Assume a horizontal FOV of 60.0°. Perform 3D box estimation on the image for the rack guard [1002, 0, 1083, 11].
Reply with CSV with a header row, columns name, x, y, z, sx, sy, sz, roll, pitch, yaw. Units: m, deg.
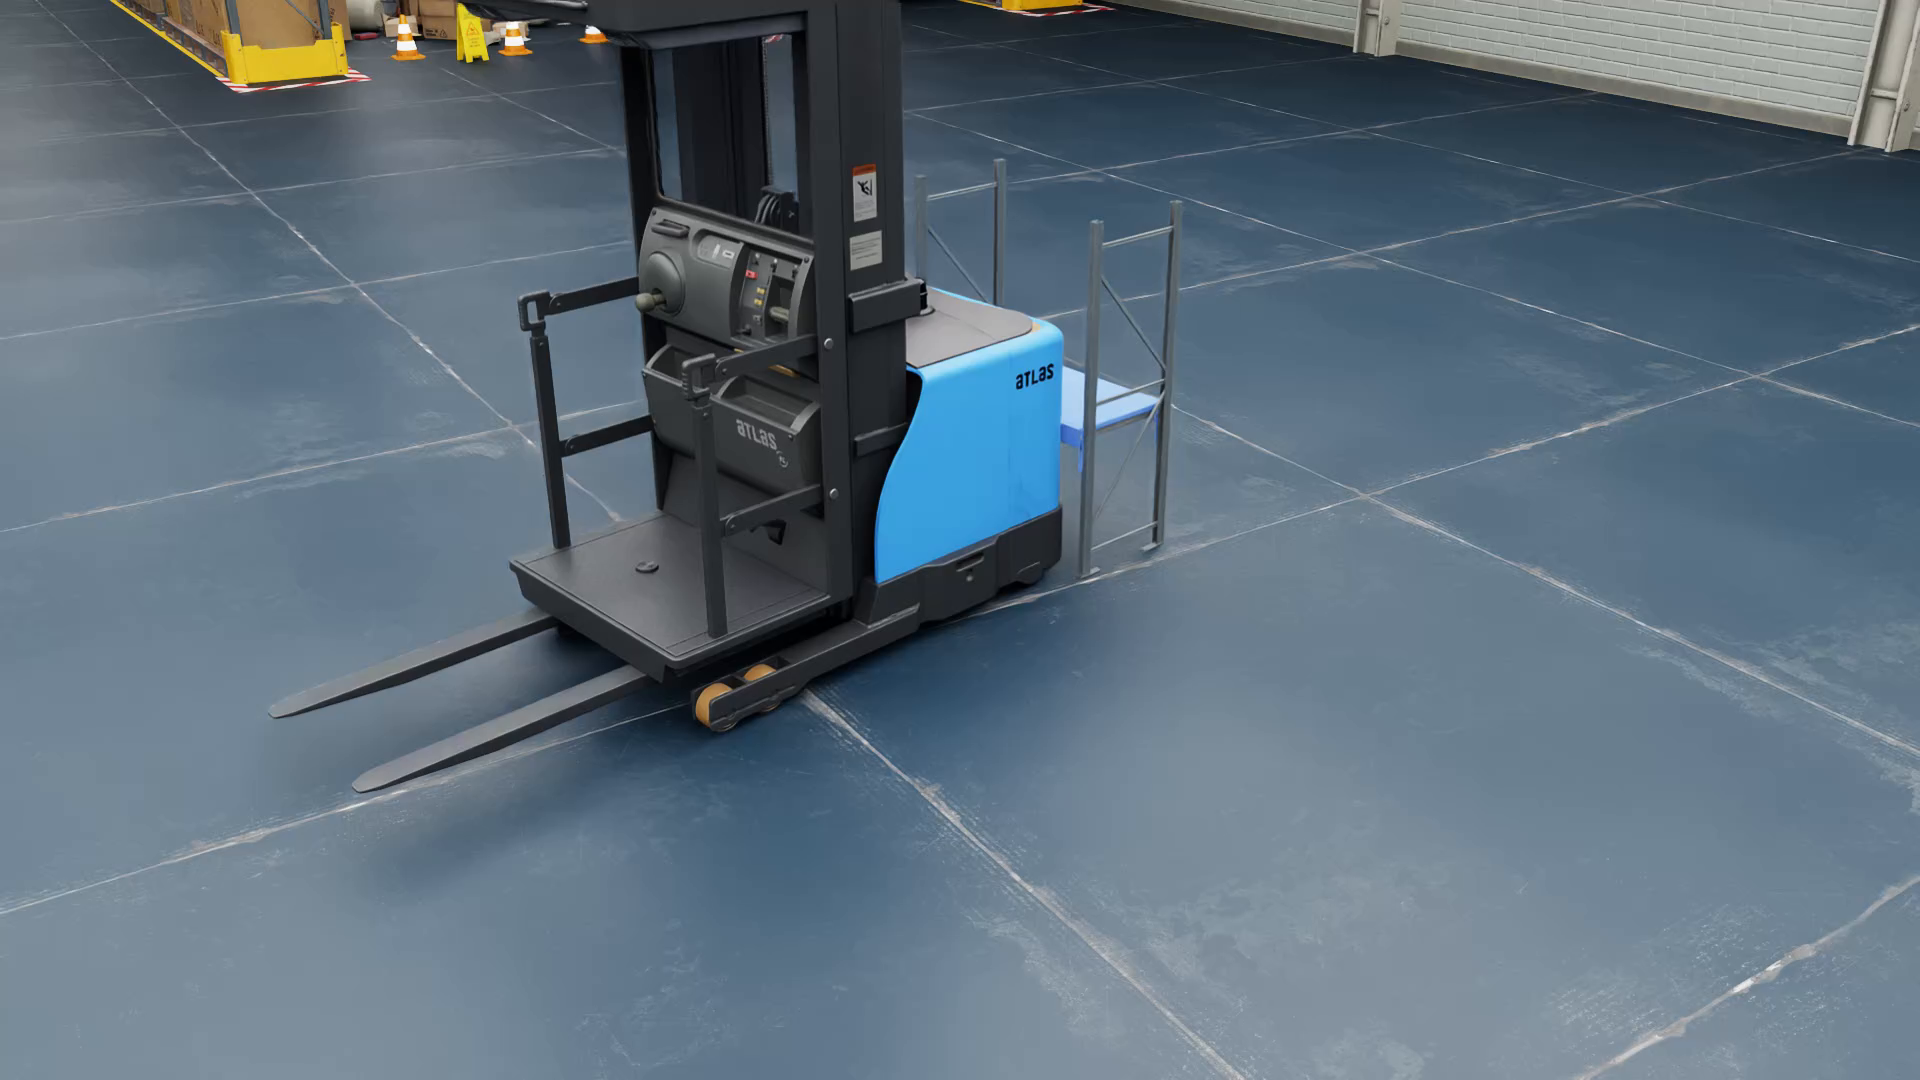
name,x,y,z,sx,sy,sz,roll,pitch,yaw
rack guard,1.125,-7.499,22.549,1.175,0.500,0.348,-16,29,-30

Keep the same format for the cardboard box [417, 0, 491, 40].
name,x,y,z,sx,sy,sz,roll,pitch,yaw
cardboard box,-6.125,-6.389,20.194,0.637,0.503,0.797,7,26,15

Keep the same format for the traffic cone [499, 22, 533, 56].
name,x,y,z,sx,sy,sz,roll,pitch,yaw
traffic cone,-5.105,-5.805,19.005,0.336,0.463,0.334,-16,29,-30

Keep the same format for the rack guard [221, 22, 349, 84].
name,x,y,z,sx,sy,sz,roll,pitch,yaw
rack guard,-7.124,-5.151,17.576,1.175,0.500,0.348,-16,29,-30

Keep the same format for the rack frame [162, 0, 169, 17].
name,x,y,z,sx,sy,sz,roll,pitch,yaw
rack frame,-9.321,-7.721,20.091,1.000,3.000,0.127,-16,29,-30

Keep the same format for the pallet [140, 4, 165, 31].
name,x,y,z,sx,sy,sz,roll,pitch,yaw
pallet,-9.805,-6.718,21.234,1.003,0.211,1.213,-16,29,-30

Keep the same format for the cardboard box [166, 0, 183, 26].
name,x,y,z,sx,sy,sz,roll,pitch,yaw
cardboard box,-9.036,-6.708,19.944,0.875,0.875,0.875,-15,29,-29

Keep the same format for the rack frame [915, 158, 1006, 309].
name,x,y,z,sx,sy,sz,roll,pitch,yaw
rack frame,0.004,-0.915,7.431,0.500,1.500,0.032,-21,32,-37

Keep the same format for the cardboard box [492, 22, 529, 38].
name,x,y,z,sx,sy,sz,roll,pitch,yaw
cardboard box,-5.453,-6.188,20.184,0.380,0.149,0.250,-1,25,-3

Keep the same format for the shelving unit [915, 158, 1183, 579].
name,x,y,z,sx,sy,sz,roll,pitch,yaw
shelving unit,0.345,-0.754,7.090,0.538,1.500,1.048,-21,32,-37

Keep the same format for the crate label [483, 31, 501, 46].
name,x,y,z,sx,sy,sz,roll,pitch,yaw
crate label,-5.586,-5.925,19.640,0.298,0.136,0.250,12,28,24

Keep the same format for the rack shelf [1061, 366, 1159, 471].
name,x,y,z,sx,sy,sz,roll,pitch,yaw
rack shelf,0.345,-0.591,7.166,0.538,0.185,1.000,-21,32,-37

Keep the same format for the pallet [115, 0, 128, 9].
name,x,y,z,sx,sy,sz,roll,pitch,yaw
pallet,-11.137,-7.591,23.082,1.003,0.211,1.213,-16,29,-30

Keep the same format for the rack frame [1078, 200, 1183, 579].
name,x,y,z,sx,sy,sz,roll,pitch,yaw
rack frame,0.686,-0.593,6.749,0.500,1.500,0.032,-21,32,-37

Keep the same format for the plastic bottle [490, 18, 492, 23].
name,x,y,z,sx,sy,sz,roll,pitch,yaw
plastic bottle,-6.095,-6.683,21.335,0.133,0.061,0.283,-10,27,-21

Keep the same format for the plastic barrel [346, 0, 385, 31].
name,x,y,z,sx,sy,sz,roll,pitch,yaw
plastic barrel,-7.416,-6.507,20.539,0.512,0.421,0.421,3,25,6

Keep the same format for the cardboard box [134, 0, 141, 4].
name,x,y,z,sx,sy,sz,roll,pitch,yaw
cardboard box,-10.258,-7.440,21.640,1.050,0.750,0.750,-16,29,-30

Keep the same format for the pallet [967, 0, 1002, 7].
name,x,y,z,sx,sy,sz,roll,pitch,yaw
pallet,0.659,-7.641,23.188,1.003,0.211,1.213,-16,29,-30

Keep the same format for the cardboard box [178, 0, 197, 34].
name,x,y,z,sx,sy,sz,roll,pitch,yaw
cardboard box,-8.541,-6.387,19.263,0.875,0.875,0.875,-15,29,-29

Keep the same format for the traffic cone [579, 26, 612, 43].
name,x,y,z,sx,sy,sz,roll,pitch,yaw
traffic cone,-4.361,-6.186,19.811,0.336,0.463,0.334,-16,29,-30

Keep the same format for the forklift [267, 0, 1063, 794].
name,x,y,z,sx,sy,sz,roll,pitch,yaw
forklift,-0.986,-0.903,5.729,3.031,2.935,1.130,-23,33,-39

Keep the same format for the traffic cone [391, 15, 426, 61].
name,x,y,z,sx,sy,sz,roll,pitch,yaw
traffic cone,-6.237,-5.664,18.705,0.336,0.463,0.334,-16,29,-30

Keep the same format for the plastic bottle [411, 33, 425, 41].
name,x,y,z,sx,sy,sz,roll,pitch,yaw
plastic bottle,-6.579,-6.051,19.996,0.283,0.061,0.133,18,31,33

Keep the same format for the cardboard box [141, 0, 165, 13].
name,x,y,z,sx,sy,sz,roll,pitch,yaw
cardboard box,-9.735,-7.094,20.907,1.050,0.750,0.750,-16,29,-30

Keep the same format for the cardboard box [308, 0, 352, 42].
name,x,y,z,sx,sy,sz,roll,pitch,yaw
cardboard box,-7.614,-6.275,19.954,0.500,0.500,0.500,-10,27,-21

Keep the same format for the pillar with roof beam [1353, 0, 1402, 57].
name,x,y,z,sx,sy,sz,roll,pitch,yaw
pillar with roof beam,1.155,-8.660,15.054,9.100,9.000,0.400,-16,29,-30

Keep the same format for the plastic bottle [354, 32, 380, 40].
name,x,y,z,sx,sy,sz,roll,pitch,yaw
plastic bottle,-7.146,-6.079,20.057,0.133,0.061,0.283,18,31,33

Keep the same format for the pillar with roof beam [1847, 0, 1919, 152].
name,x,y,z,sx,sy,sz,roll,pitch,yaw
pillar with roof beam,4.431,-6.514,10.508,9.100,9.000,0.400,-16,29,-30

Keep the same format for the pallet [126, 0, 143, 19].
name,x,y,z,sx,sy,sz,roll,pitch,yaw
pallet,-10.475,-7.155,22.159,1.003,0.211,1.213,-16,29,-30

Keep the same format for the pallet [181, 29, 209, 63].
name,x,y,z,sx,sy,sz,roll,pitch,yaw
pallet,-8.301,-5.733,19.146,1.003,0.211,1.213,-16,29,-30

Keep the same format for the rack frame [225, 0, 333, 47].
name,x,y,z,sx,sy,sz,roll,pitch,yaw
rack frame,-7.137,-6.290,17.060,1.000,3.000,0.127,-16,29,-30

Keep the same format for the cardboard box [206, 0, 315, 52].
name,x,y,z,sx,sy,sz,roll,pitch,yaw
cardboard box,-7.563,-5.746,17.905,0.875,0.875,0.875,-15,29,-29

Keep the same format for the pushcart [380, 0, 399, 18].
name,x,y,z,sx,sy,sz,roll,pitch,yaw
pushcart,-7.112,-7.175,22.007,0.936,0.377,1.648,18,31,33

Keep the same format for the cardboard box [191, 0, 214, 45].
name,x,y,z,sx,sy,sz,roll,pitch,yaw
cardboard box,-8.045,-6.060,18.571,0.875,0.875,0.875,-16,30,-30

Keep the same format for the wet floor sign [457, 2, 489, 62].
name,x,y,z,sx,sy,sz,roll,pitch,yaw
wet floor sign,-5.462,-5.676,18.518,0.267,0.644,0.232,-22,33,-38

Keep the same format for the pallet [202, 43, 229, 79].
name,x,y,z,sx,sy,sz,roll,pitch,yaw
pallet,-7.639,-5.297,18.223,1.003,0.211,1.213,-16,29,-30

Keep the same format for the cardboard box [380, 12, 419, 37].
name,x,y,z,sx,sy,sz,roll,pitch,yaw
cardboard box,-6.839,-6.299,20.281,0.396,0.266,0.258,-10,27,-21

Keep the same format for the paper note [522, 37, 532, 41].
name,x,y,z,sx,sy,sz,roll,pitch,yaw
paper note,-5.229,-6.011,19.948,0.142,0.019,0.148,18,31,33

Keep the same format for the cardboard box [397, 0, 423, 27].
name,x,y,z,sx,sy,sz,roll,pitch,yaw
cardboard box,-6.643,-6.783,20.870,0.797,0.637,0.503,-16,29,-30

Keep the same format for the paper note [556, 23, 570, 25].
name,x,y,z,sx,sy,sz,roll,pitch,yaw
paper note,-5.039,-6.556,21.102,0.148,0.019,0.142,18,31,33

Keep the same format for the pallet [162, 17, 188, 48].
name,x,y,z,sx,sy,sz,roll,pitch,yaw
pallet,-8.971,-6.169,20.071,1.003,0.211,1.213,-16,29,-30

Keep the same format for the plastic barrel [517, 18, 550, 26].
name,x,y,z,sx,sy,sz,roll,pitch,yaw
plastic barrel,-5.441,-6.701,20.948,0.512,0.421,0.421,3,25,6
